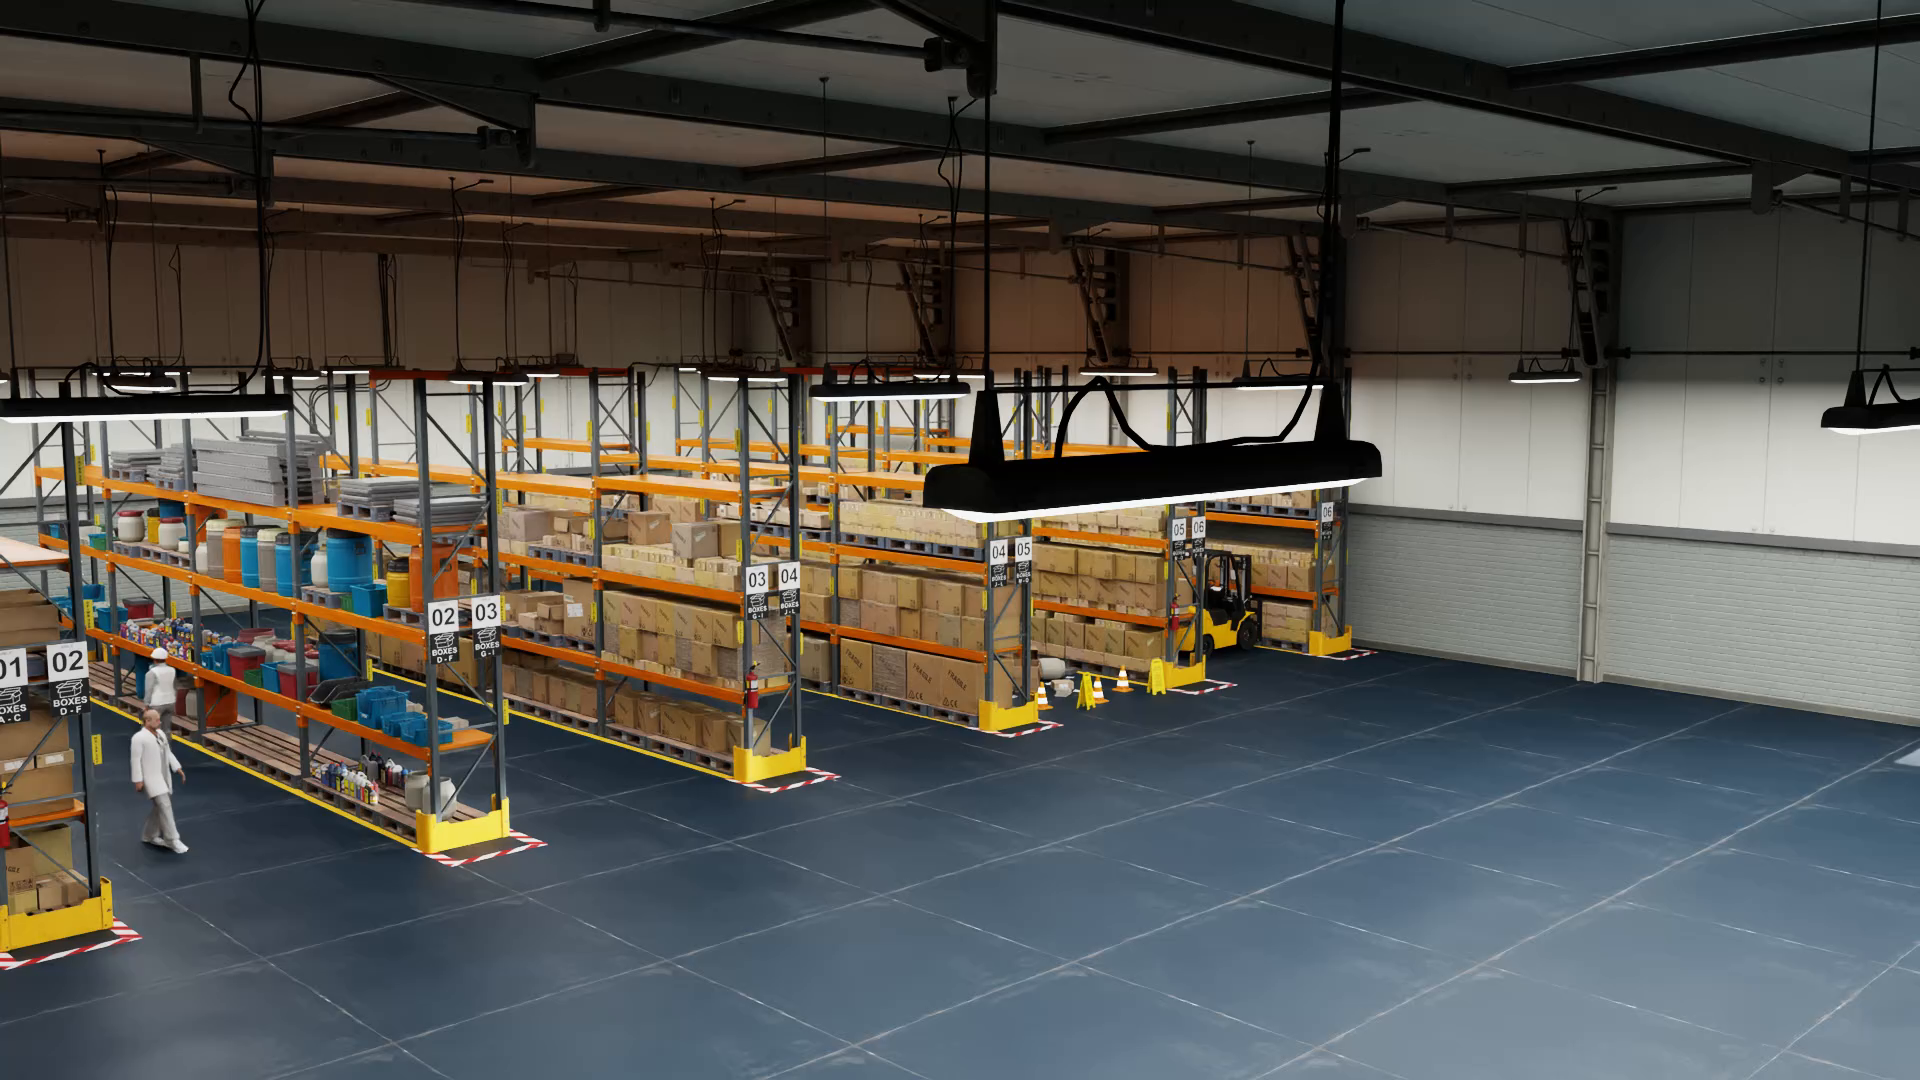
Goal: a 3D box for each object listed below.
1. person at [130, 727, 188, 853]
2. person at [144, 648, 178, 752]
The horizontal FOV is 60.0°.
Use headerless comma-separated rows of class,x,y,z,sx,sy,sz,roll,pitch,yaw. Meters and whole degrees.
person,-10.190,3.166,21.289,0.820,1.594,0.607,1,7,9
person,-12.313,2.550,25.678,0.494,1.768,0.568,4,7,29
